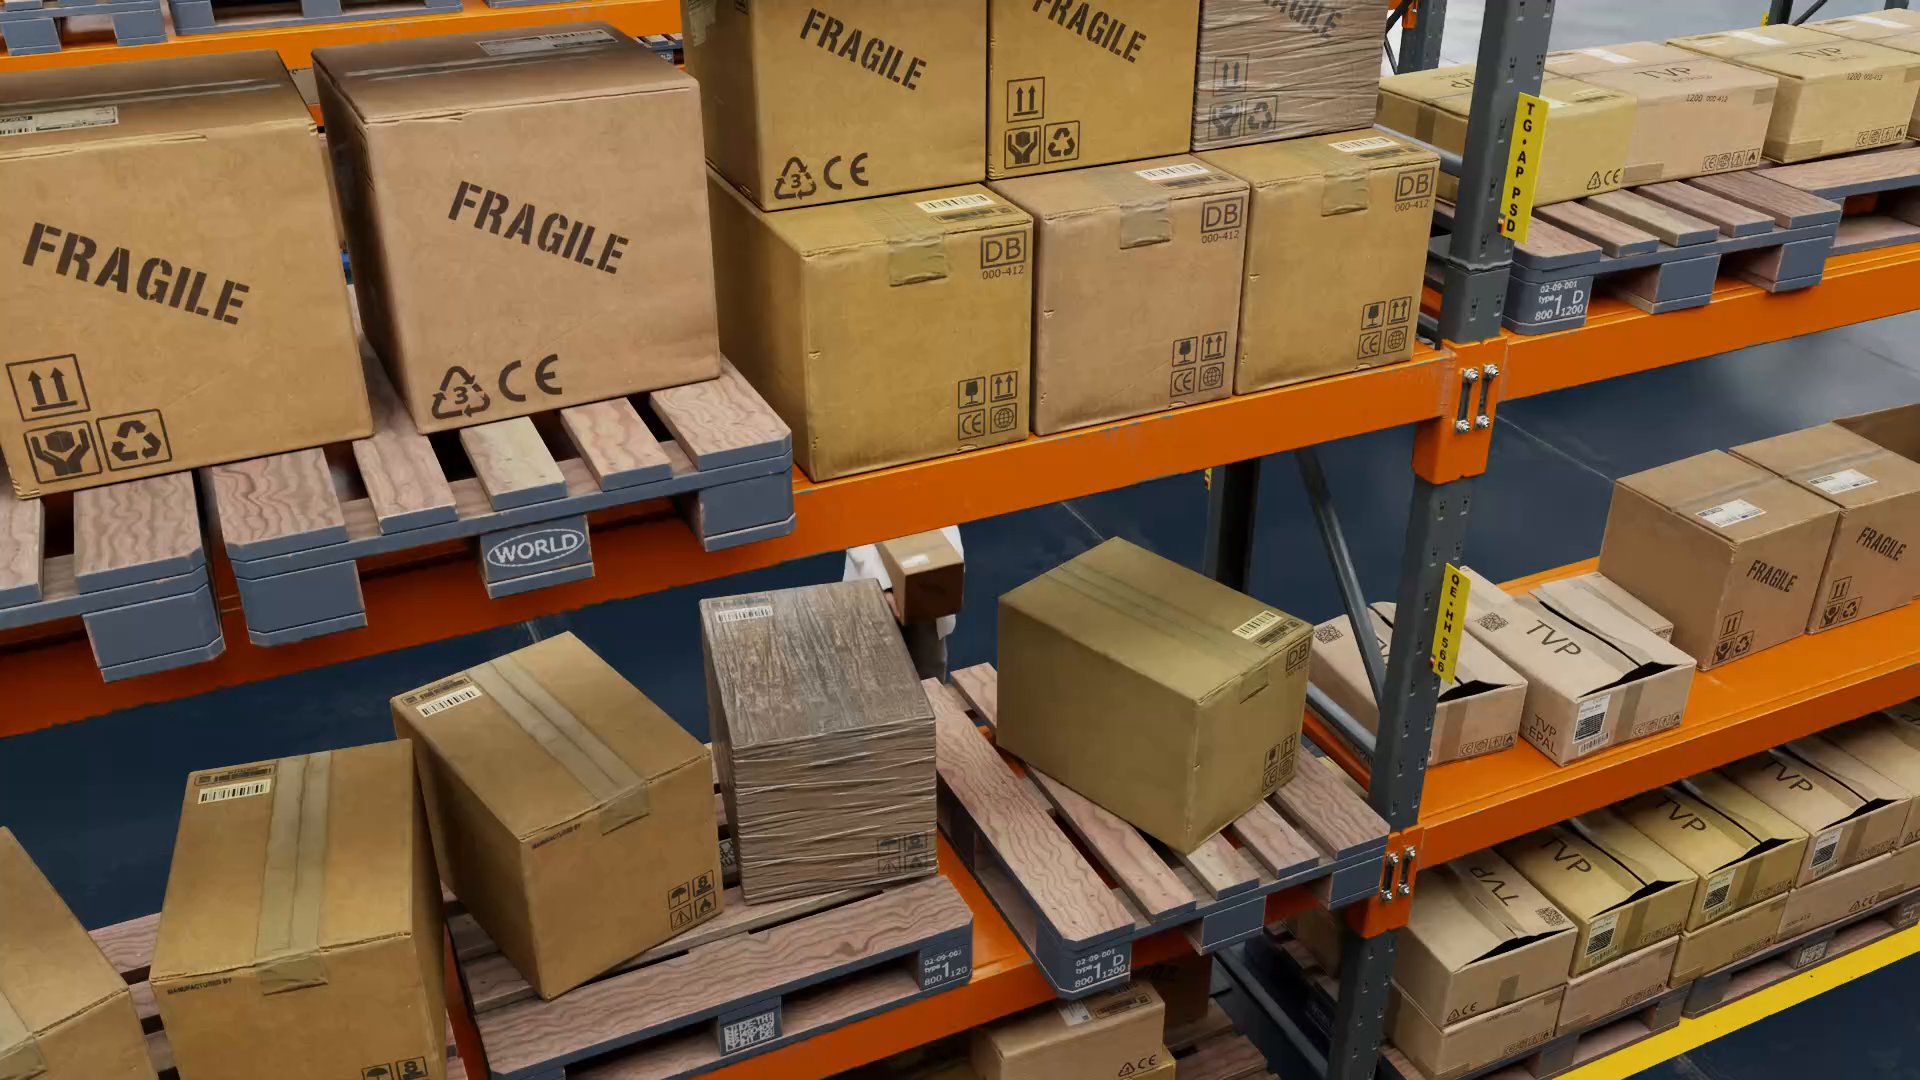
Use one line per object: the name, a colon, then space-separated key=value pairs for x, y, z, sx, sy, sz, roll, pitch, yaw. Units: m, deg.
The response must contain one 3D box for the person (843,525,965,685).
person: x=-0.220 y=0.220 z=6.753 sx=0.530 sy=1.770 sz=0.555 roll=-12 pitch=31 yaw=-21
